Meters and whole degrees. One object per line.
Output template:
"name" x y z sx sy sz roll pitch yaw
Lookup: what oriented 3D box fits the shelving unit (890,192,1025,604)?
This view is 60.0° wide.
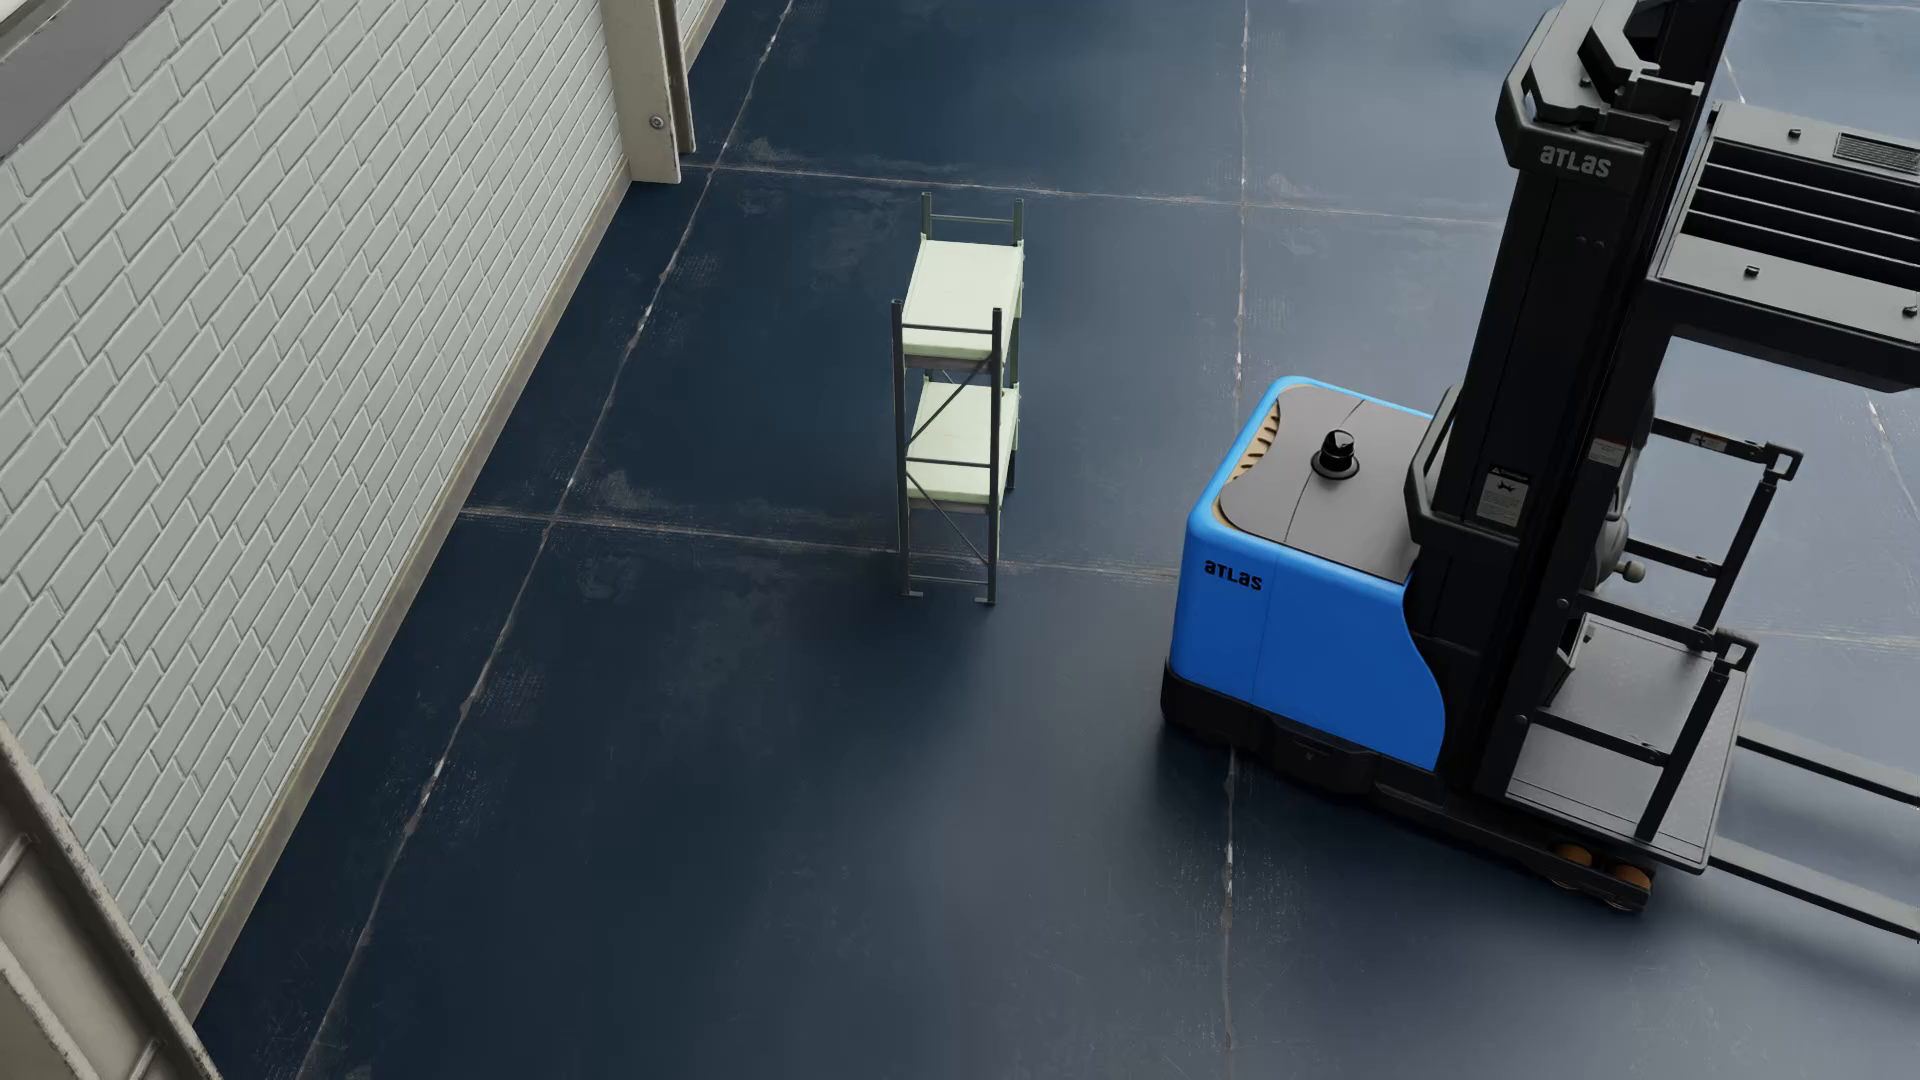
"shelving unit" 0.001 -0.549 6.761 0.431 1.500 0.755 5 44 6

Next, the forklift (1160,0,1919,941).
"forklift" 2.329 -0.176 5.326 3.031 2.935 1.130 20 47 20

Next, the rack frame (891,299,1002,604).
"rack frame" -0.048 -0.300 6.498 0.400 1.500 0.023 5 44 6

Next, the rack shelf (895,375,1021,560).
"rack shelf" 0.001 -0.312 6.985 0.431 0.370 0.720 5 44 6

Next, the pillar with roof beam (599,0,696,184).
"pillar with roof beam" 2.552 -5.039 6.049 9.100 9.000 0.400 5 44 6

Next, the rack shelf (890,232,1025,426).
"rack shelf" 0.001 -0.833 6.493 0.431 0.370 0.720 5 44 6

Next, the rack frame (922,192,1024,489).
"rack frame" 0.049 -0.799 7.025 0.400 1.500 0.023 5 44 6
